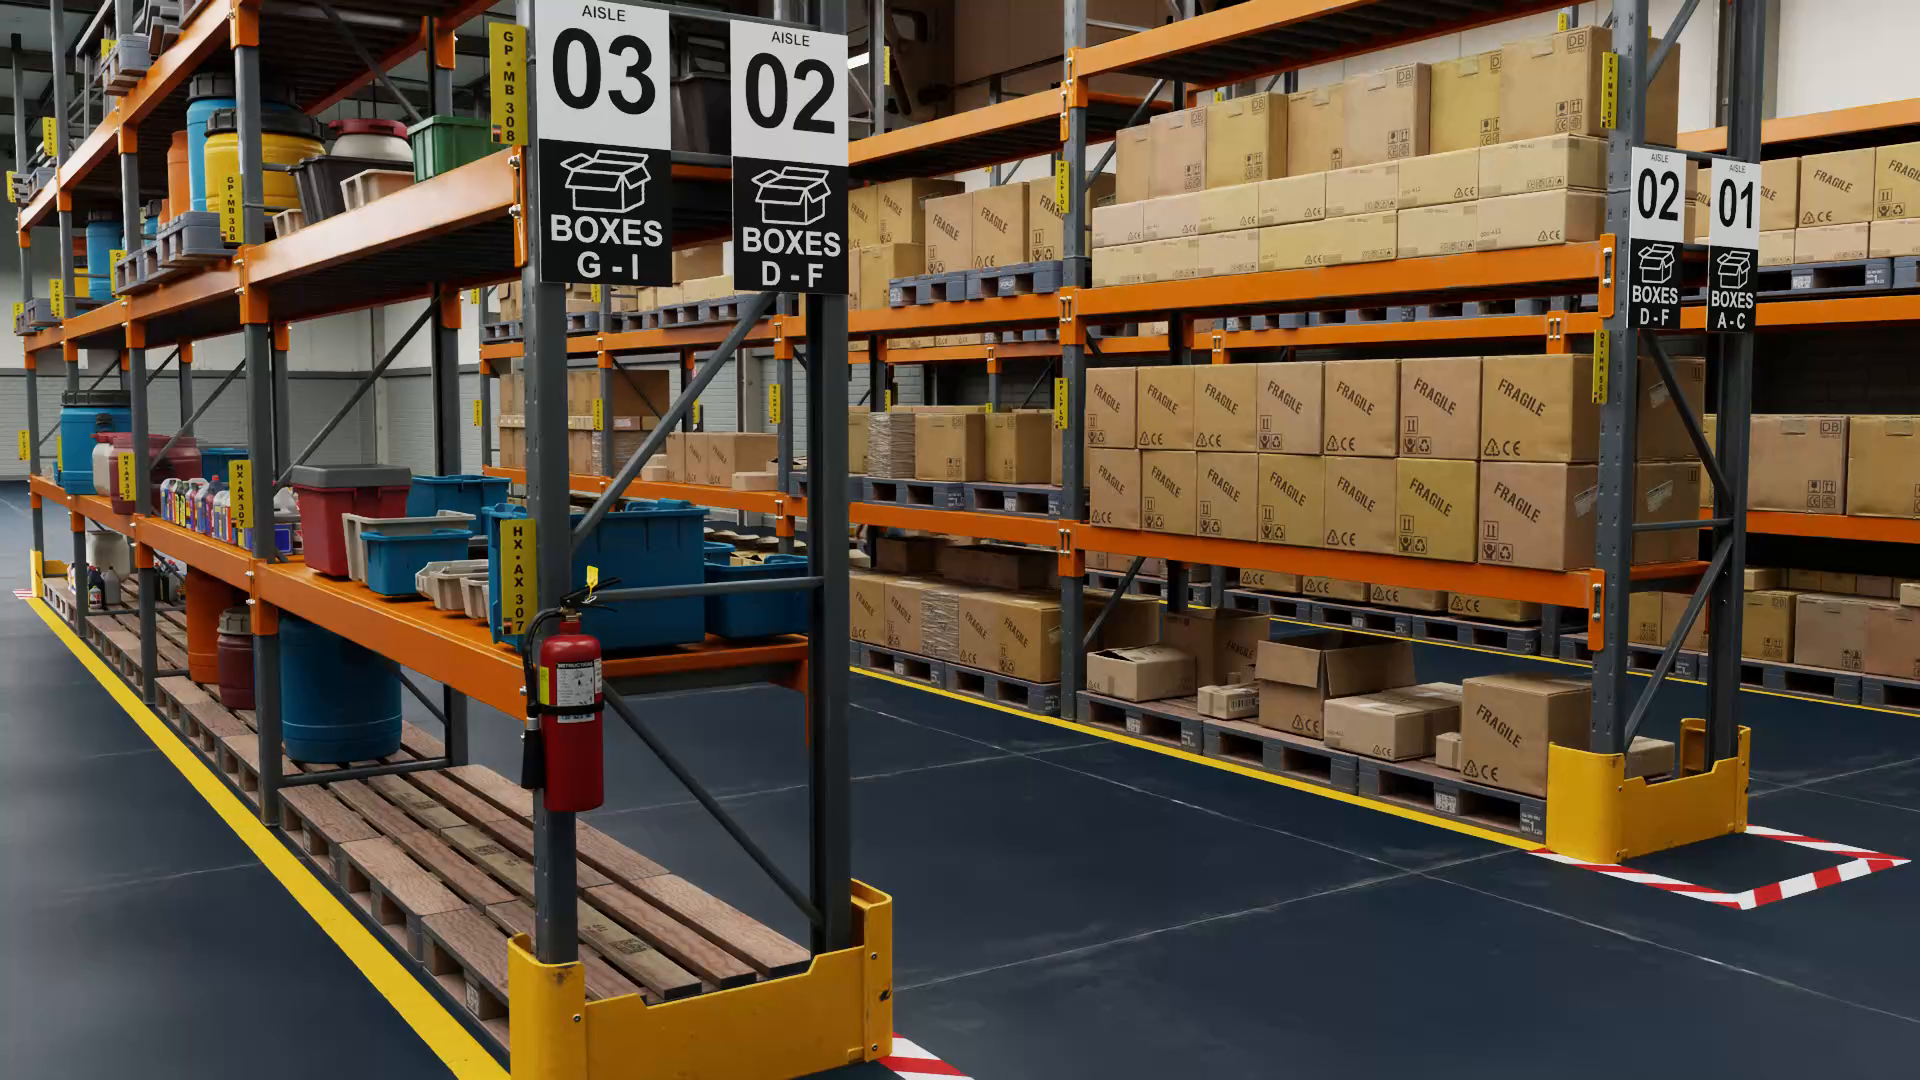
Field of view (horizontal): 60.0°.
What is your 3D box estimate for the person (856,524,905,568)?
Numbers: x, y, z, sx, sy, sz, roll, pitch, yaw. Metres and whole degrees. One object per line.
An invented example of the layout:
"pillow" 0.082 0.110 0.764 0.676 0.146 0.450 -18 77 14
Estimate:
"person" -0.757 -0.141 16.604 0.581 1.738 0.409 -3 5 -32
